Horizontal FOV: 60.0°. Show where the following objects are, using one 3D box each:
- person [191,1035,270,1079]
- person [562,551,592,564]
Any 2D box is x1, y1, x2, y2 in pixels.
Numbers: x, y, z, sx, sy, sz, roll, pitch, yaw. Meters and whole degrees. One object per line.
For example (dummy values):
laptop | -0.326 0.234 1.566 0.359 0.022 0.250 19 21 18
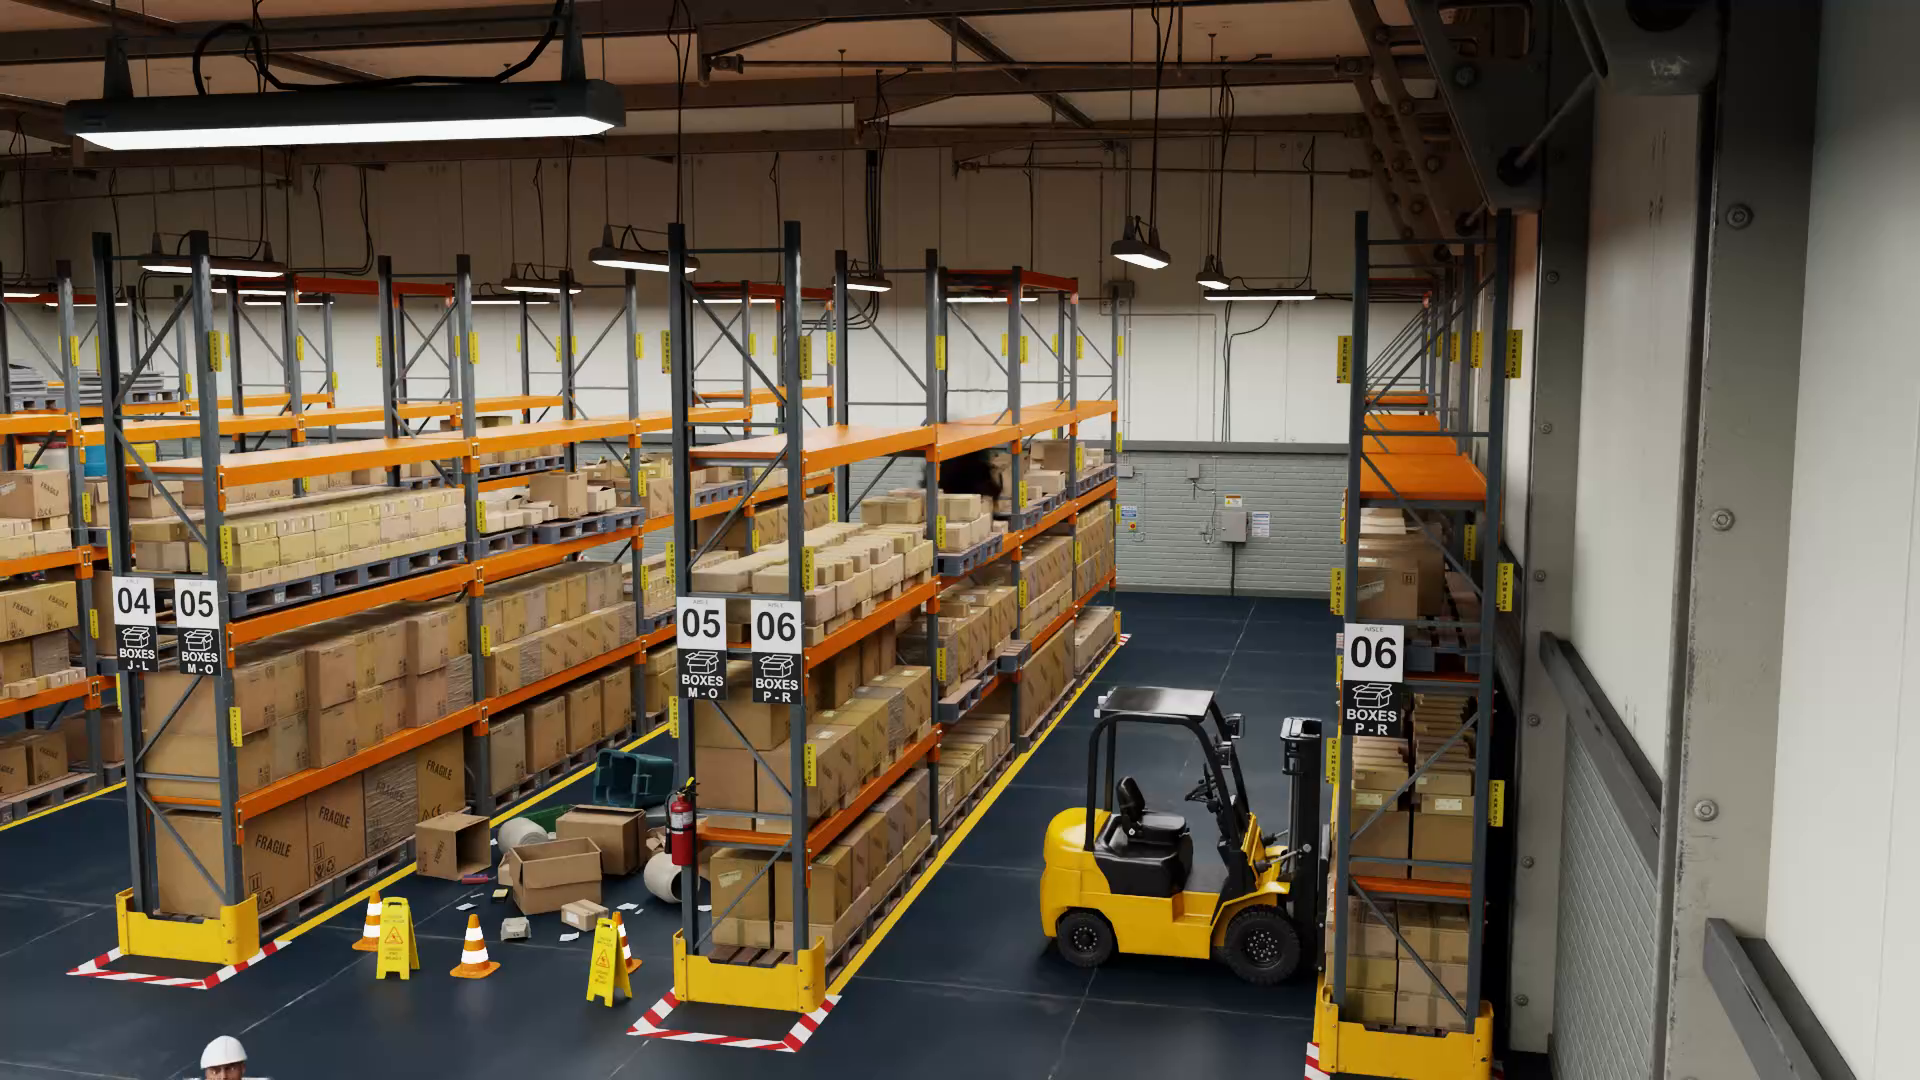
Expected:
person | -3.683 3.309 8.275 0.732 1.724 0.651 -3 8 -23
person | -6.422 0.867 27.800 0.657 1.811 0.921 1 7 5
